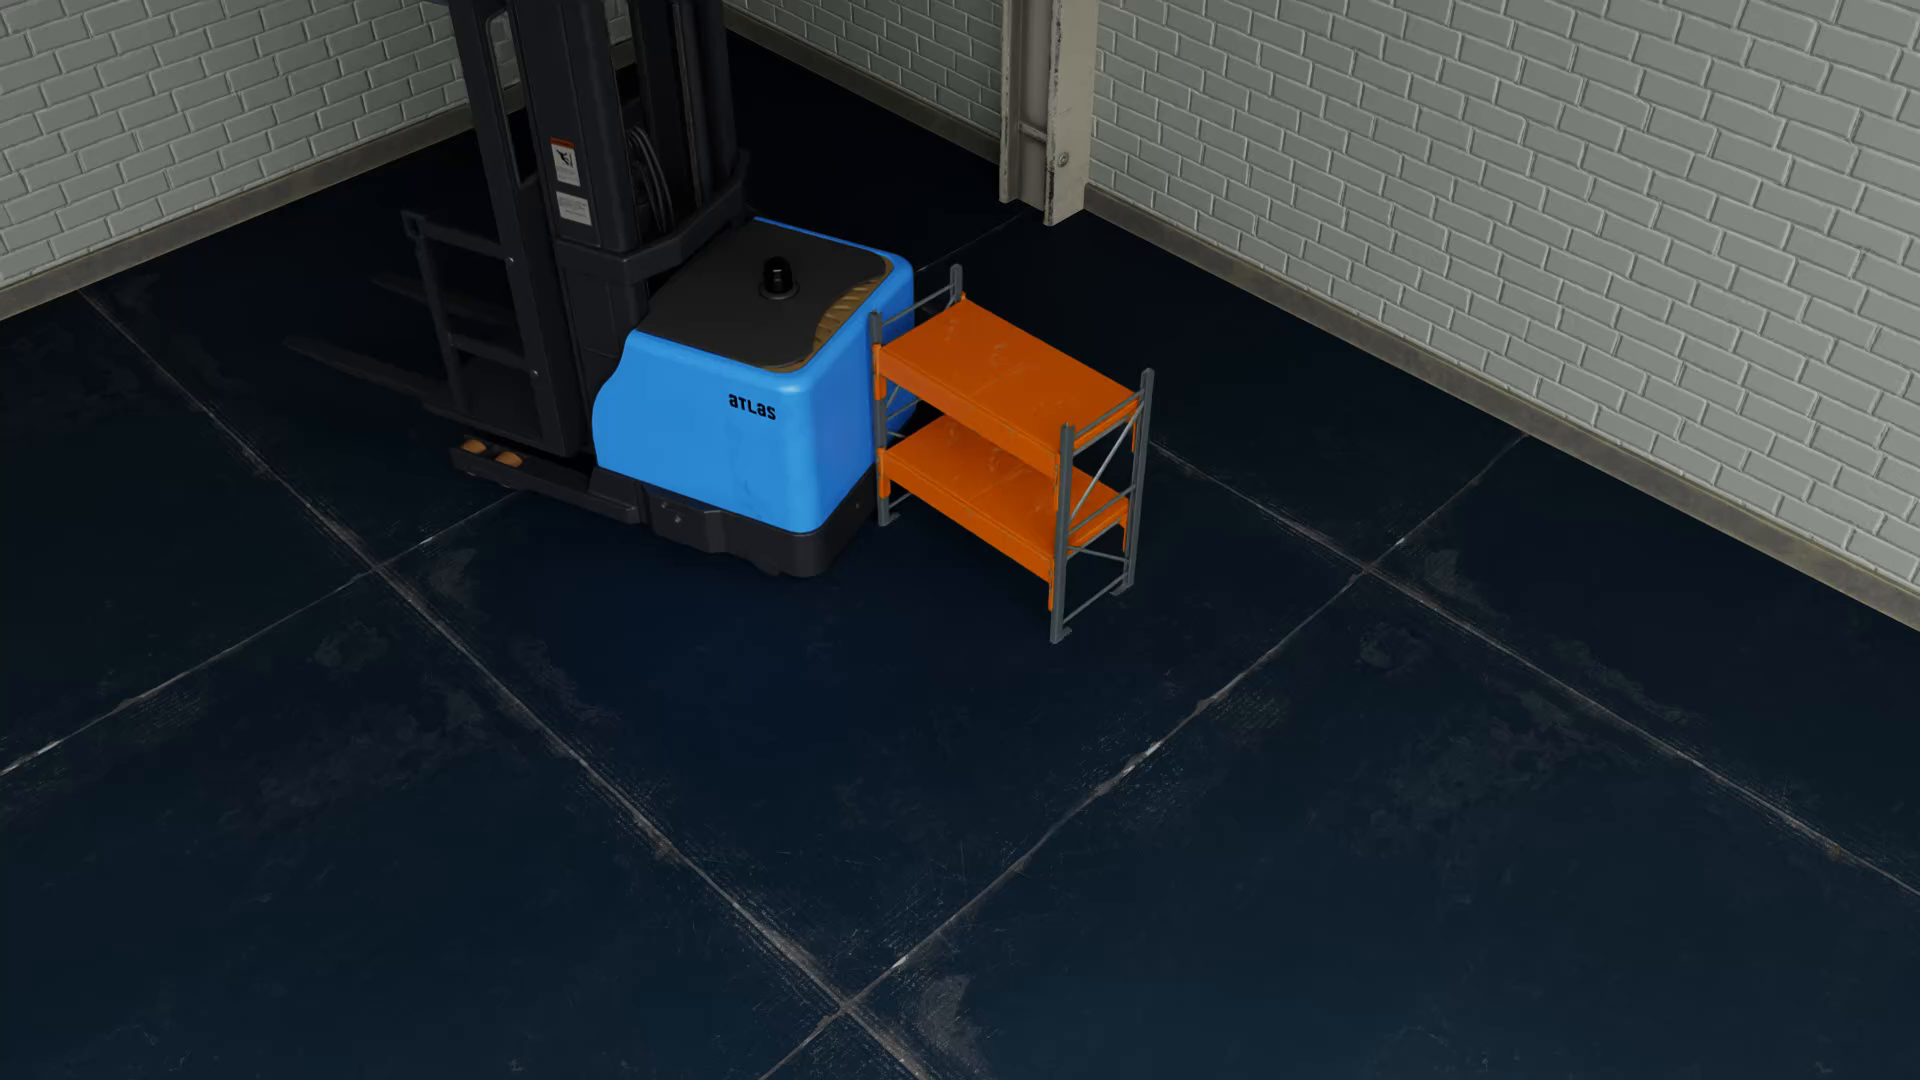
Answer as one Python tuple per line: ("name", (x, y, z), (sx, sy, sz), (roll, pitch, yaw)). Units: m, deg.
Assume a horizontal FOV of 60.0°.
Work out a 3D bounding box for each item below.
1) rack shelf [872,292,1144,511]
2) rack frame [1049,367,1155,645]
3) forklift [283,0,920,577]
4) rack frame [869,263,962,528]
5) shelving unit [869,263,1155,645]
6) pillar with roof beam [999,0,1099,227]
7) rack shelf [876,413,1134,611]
("rack shelf", (0.188, -0.569, 6.606), (1.000, 0.278, 0.538), (34, 52, 31))
("rack frame", (0.552, -0.113, 6.544), (0.032, 1.125, 0.500), (34, 52, 31))
("forklift", (-1.735, -1.612, 6.835), (3.031, 2.935, 1.130), (18, 46, 19))
("rack frame", (-0.175, -0.596, 7.066), (0.032, 1.125, 0.500), (34, 52, 31))
("shelving unit", (0.188, -0.354, 6.805), (1.048, 1.125, 0.538), (34, 52, 31))
("pillar with roof beam", (-2.586, -3.124, 4.000), (9.100, 9.000, 0.400), (-34, 53, -31))
("rack shelf", (0.188, -0.175, 6.971), (1.000, 0.278, 0.538), (34, 52, 31))
